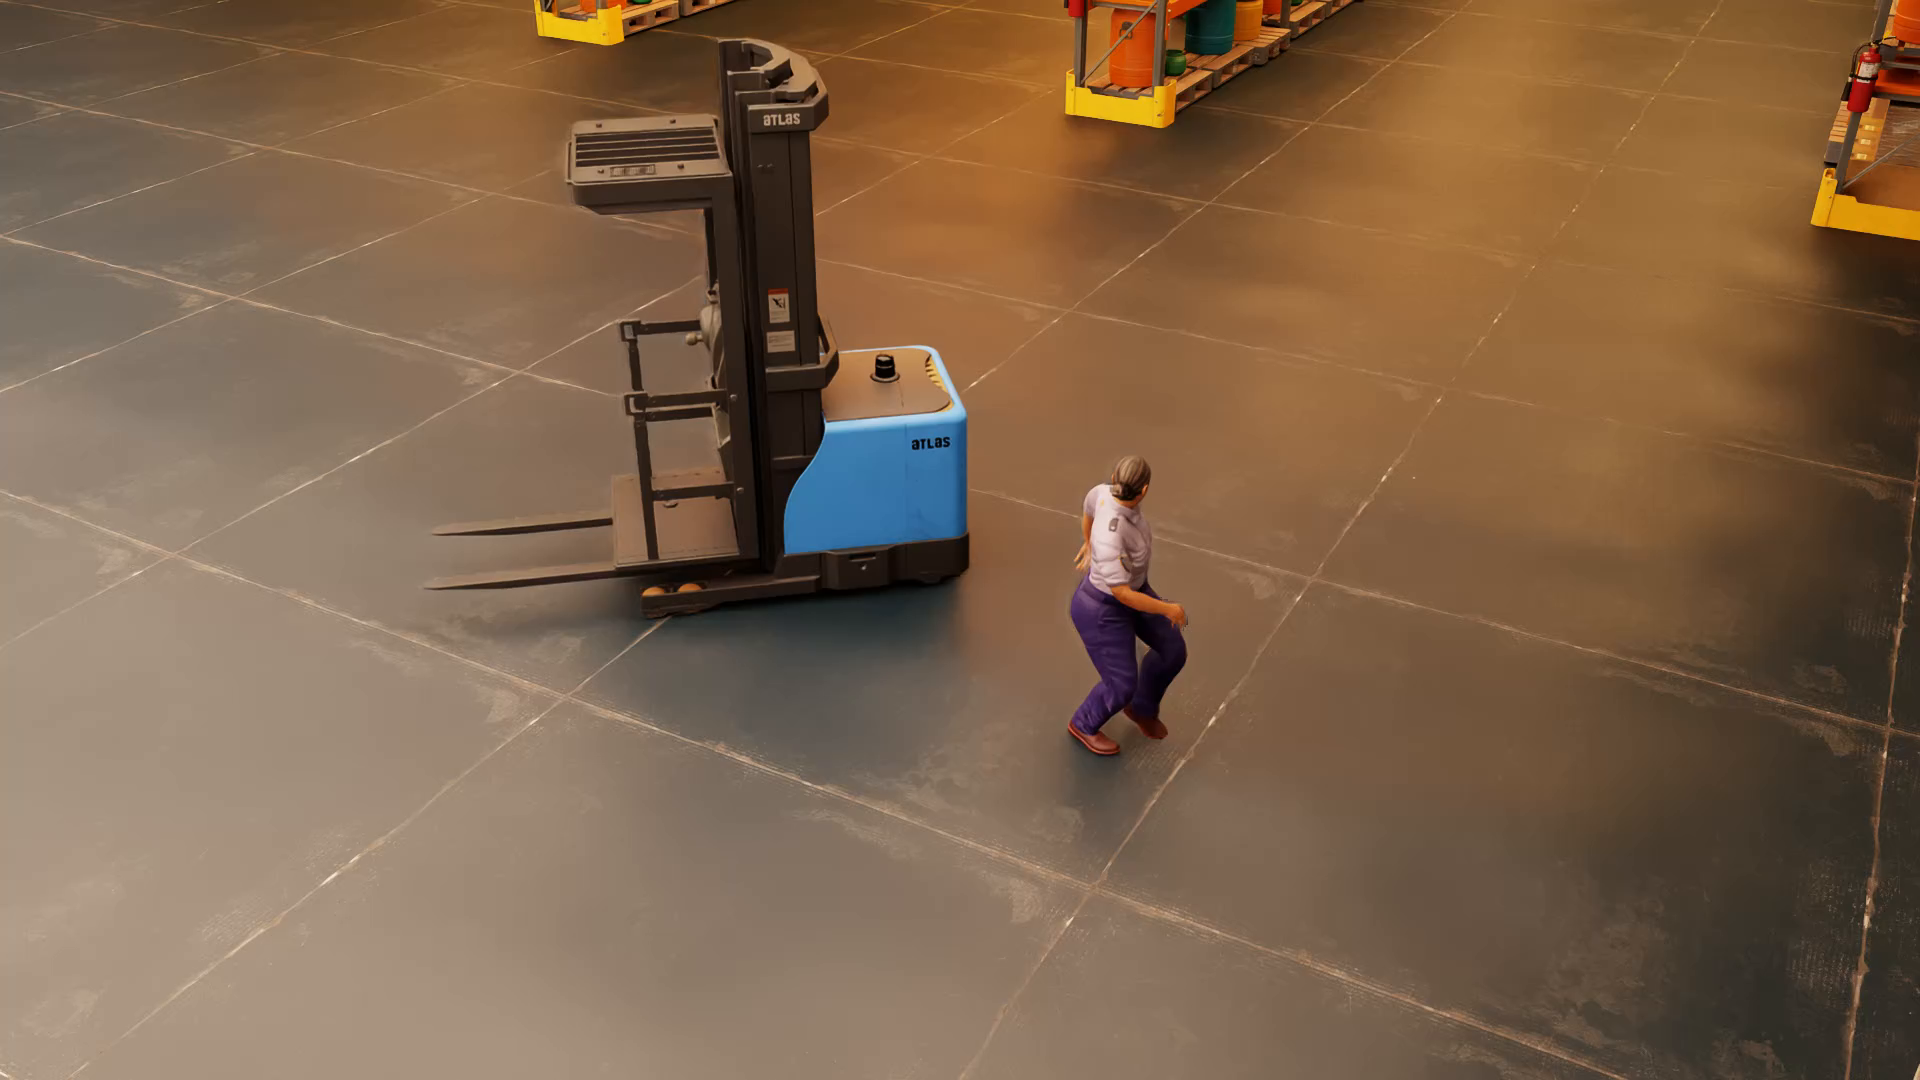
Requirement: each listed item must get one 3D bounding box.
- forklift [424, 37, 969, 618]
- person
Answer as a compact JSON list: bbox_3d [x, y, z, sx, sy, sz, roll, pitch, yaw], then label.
[{"bbox_3d":[-1.517,-1.126,9.021,3.031,2.935,1.130,-6,30,-10],"label":"forklift"},{"bbox_3d":[0.753,0.324,7.910,0.713,1.633,0.610,16,33,25],"label":"person"}]
